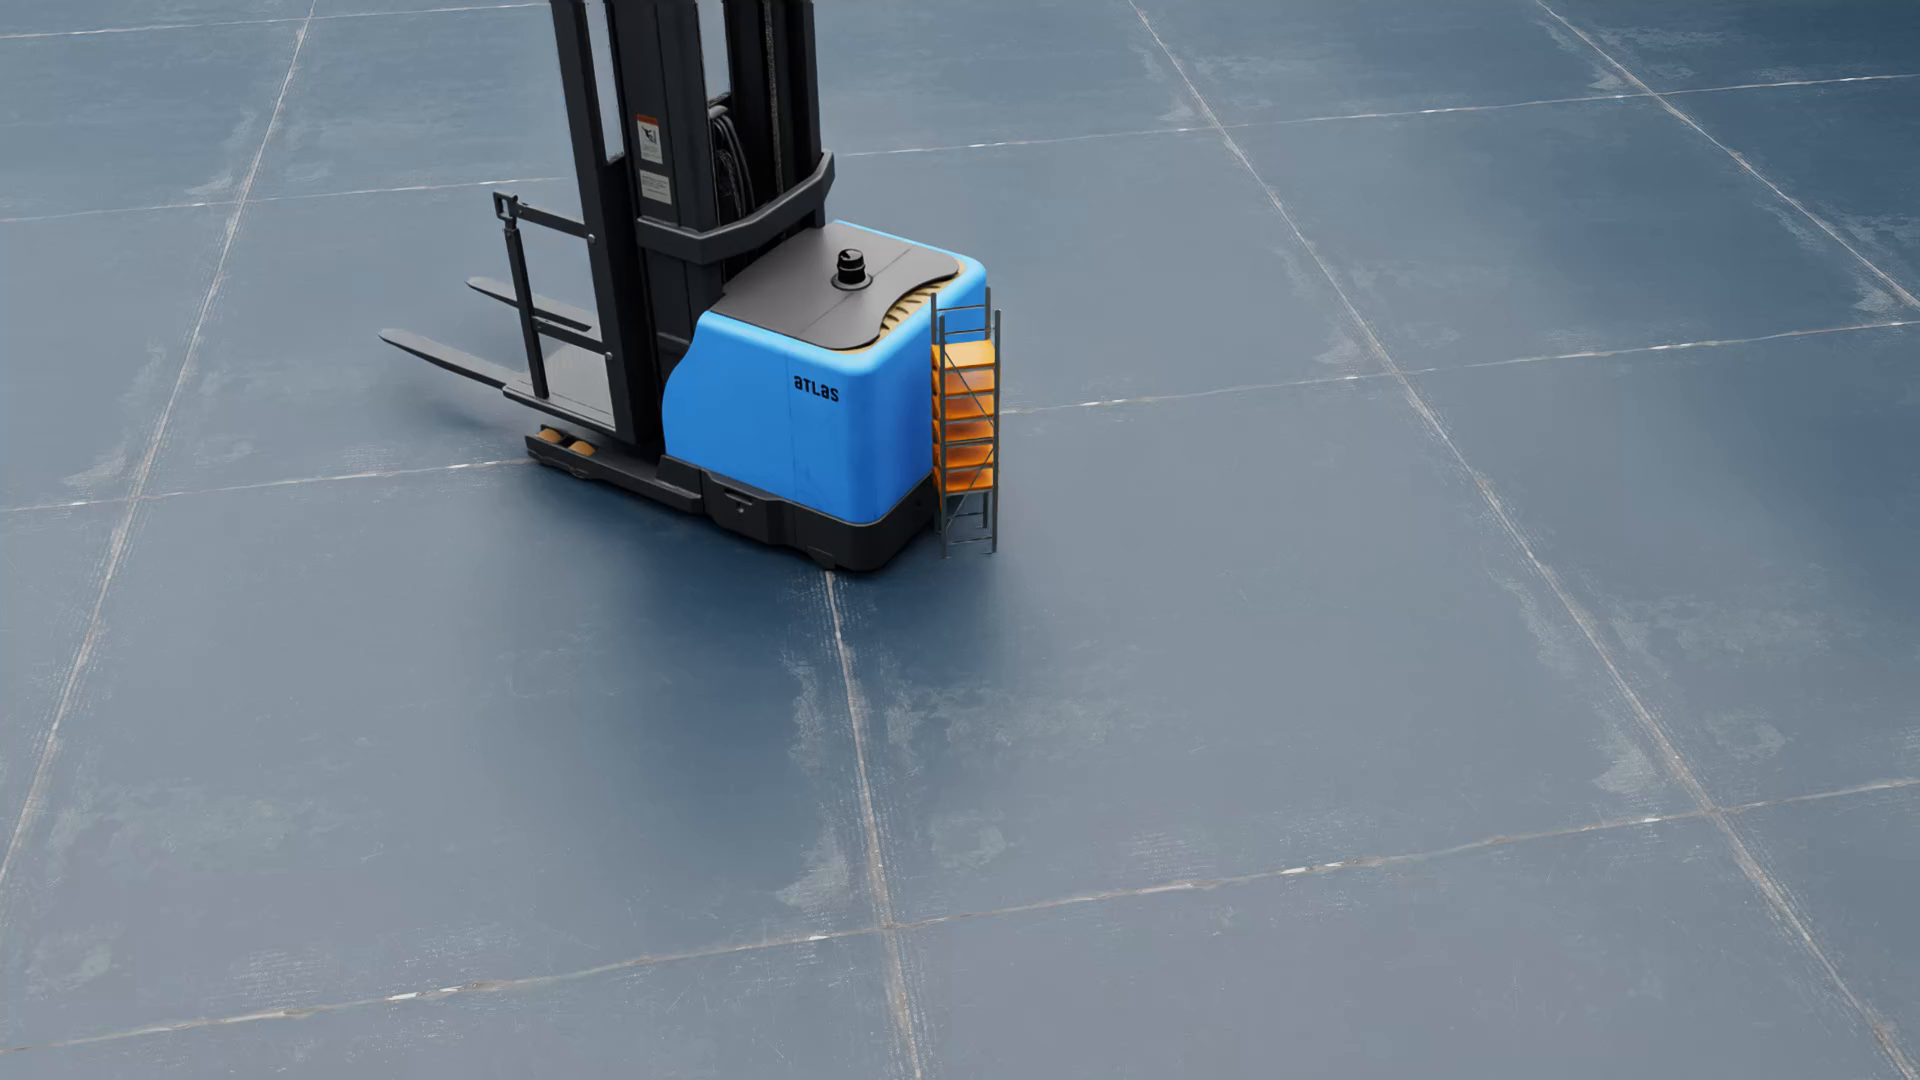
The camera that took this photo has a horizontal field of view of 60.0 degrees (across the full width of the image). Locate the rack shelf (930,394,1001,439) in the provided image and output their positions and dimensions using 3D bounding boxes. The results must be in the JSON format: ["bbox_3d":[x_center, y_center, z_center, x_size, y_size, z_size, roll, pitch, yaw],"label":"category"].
[{"bbox_3d":[0.021,-0.519,6.817,0.258,0.103,0.180,-7,38,-9],"label":"rack shelf"}]

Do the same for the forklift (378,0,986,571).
[{"bbox_3d":[-1.402,-1.697,7.046,3.031,2.935,1.130,20,42,24],"label":"forklift"}]

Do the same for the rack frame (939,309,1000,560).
[{"bbox_3d":[0.039,-0.405,6.792,0.240,1.200,0.006,-7,38,-9],"label":"rack frame"}]

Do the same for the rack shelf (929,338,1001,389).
[{"bbox_3d":[0.021,-0.709,6.670,0.258,0.103,0.180,-7,38,-9],"label":"rack shelf"}]

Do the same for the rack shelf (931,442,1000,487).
[{"bbox_3d":[0.021,-0.330,6.964,0.258,0.103,0.180,-7,38,-9],"label":"rack shelf"}]

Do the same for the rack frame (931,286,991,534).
[{"bbox_3d":[0.003,-0.515,6.934,0.240,1.200,0.006,-7,38,-9],"label":"rack frame"}]

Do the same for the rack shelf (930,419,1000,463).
[{"bbox_3d":[0.021,-0.425,6.891,0.258,0.103,0.180,-7,38,-9],"label":"rack shelf"}]

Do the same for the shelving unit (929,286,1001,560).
[{"bbox_3d":[0.021,-0.460,6.863,0.258,1.200,0.189,-7,38,-9],"label":"shelving unit"}]

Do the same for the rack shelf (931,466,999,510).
[{"bbox_3d":[0.022,-0.235,7.038,0.258,0.103,0.180,-7,38,-9],"label":"rack shelf"}]

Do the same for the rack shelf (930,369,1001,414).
[{"bbox_3d":[0.021,-0.614,6.743,0.258,0.103,0.180,-7,38,-9],"label":"rack shelf"}]
